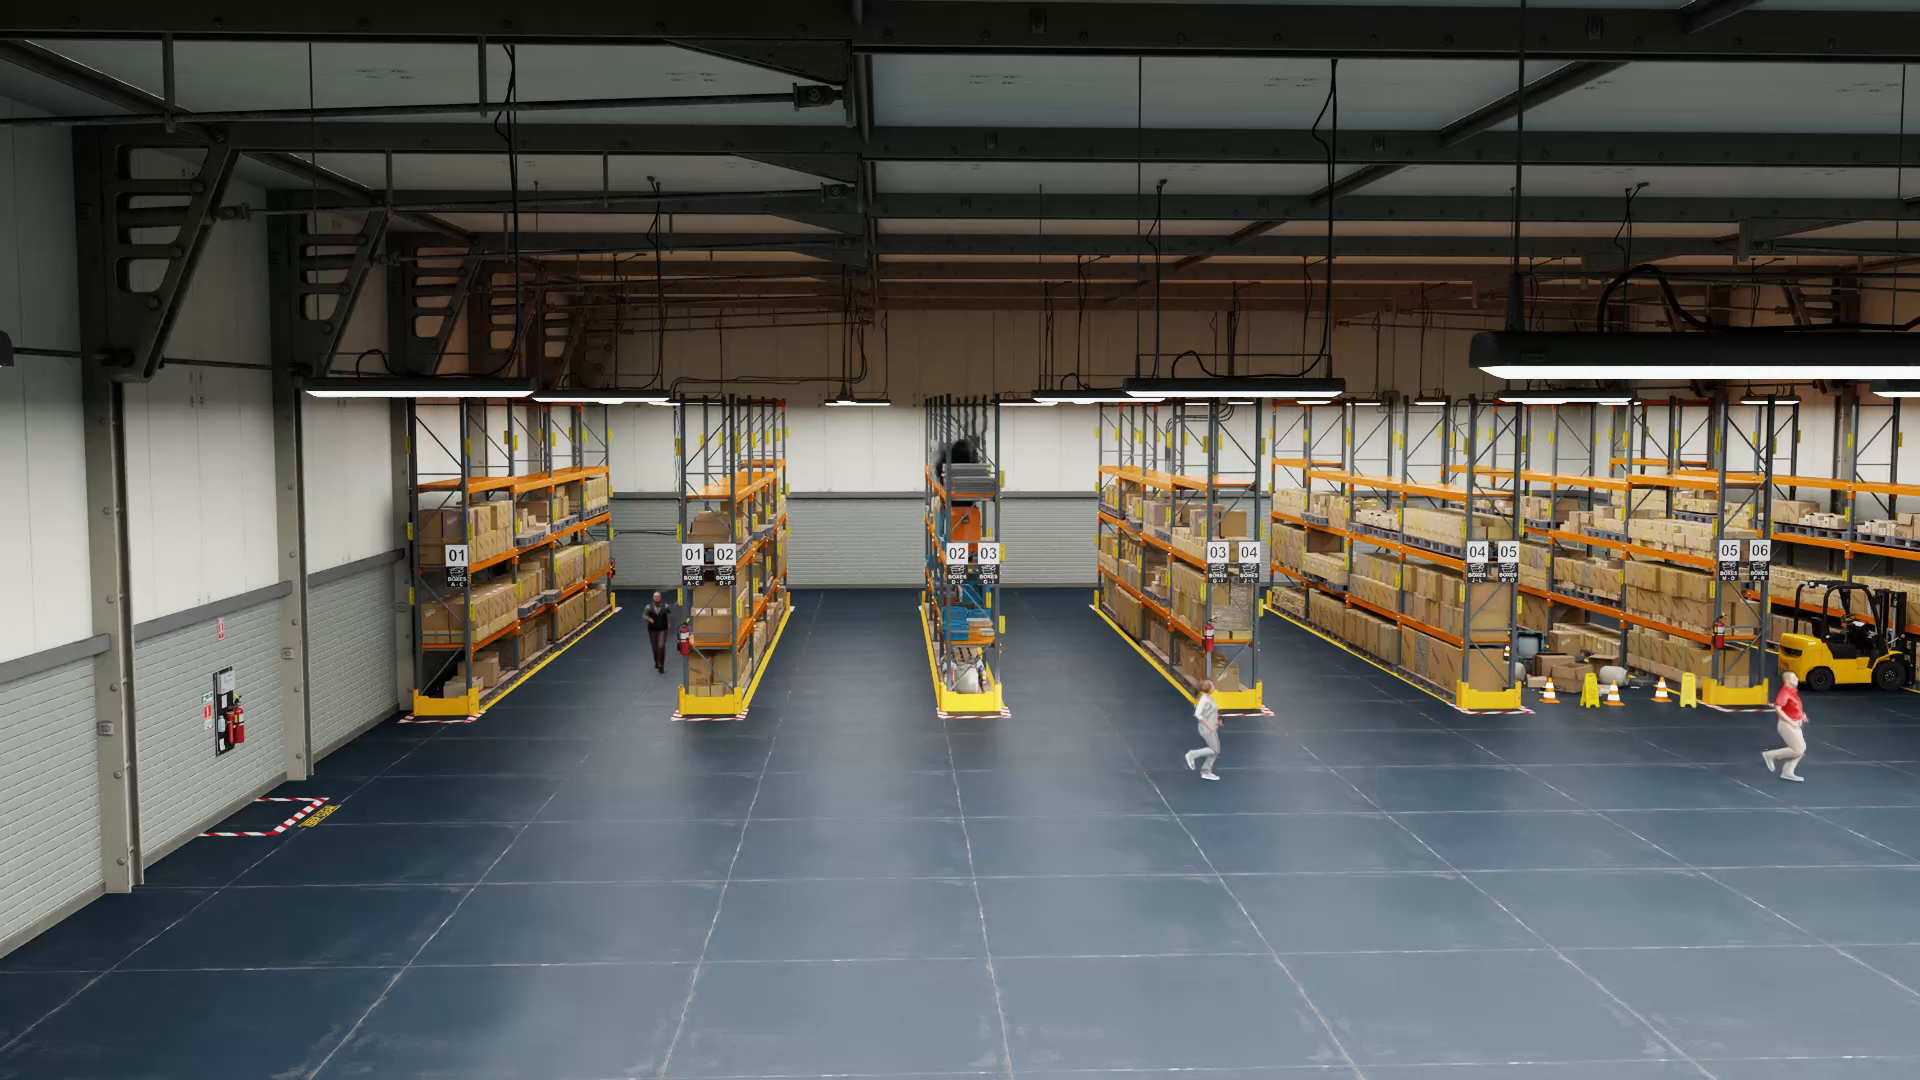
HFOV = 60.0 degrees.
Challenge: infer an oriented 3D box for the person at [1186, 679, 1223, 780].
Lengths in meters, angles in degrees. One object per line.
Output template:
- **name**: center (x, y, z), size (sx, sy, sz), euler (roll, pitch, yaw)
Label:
- **person**: center (3.798, 2.927, 25.684), size (0.502, 1.558, 0.542), euler (2, 5, 20)

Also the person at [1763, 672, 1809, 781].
- **person**: center (12.741, 2.866, 25.633), size (0.602, 1.684, 0.664), euler (3, 5, 33)

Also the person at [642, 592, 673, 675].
- **person**: center (-6.585, 2.012, 36.154), size (0.640, 1.770, 0.802), euler (0, 5, -3)
